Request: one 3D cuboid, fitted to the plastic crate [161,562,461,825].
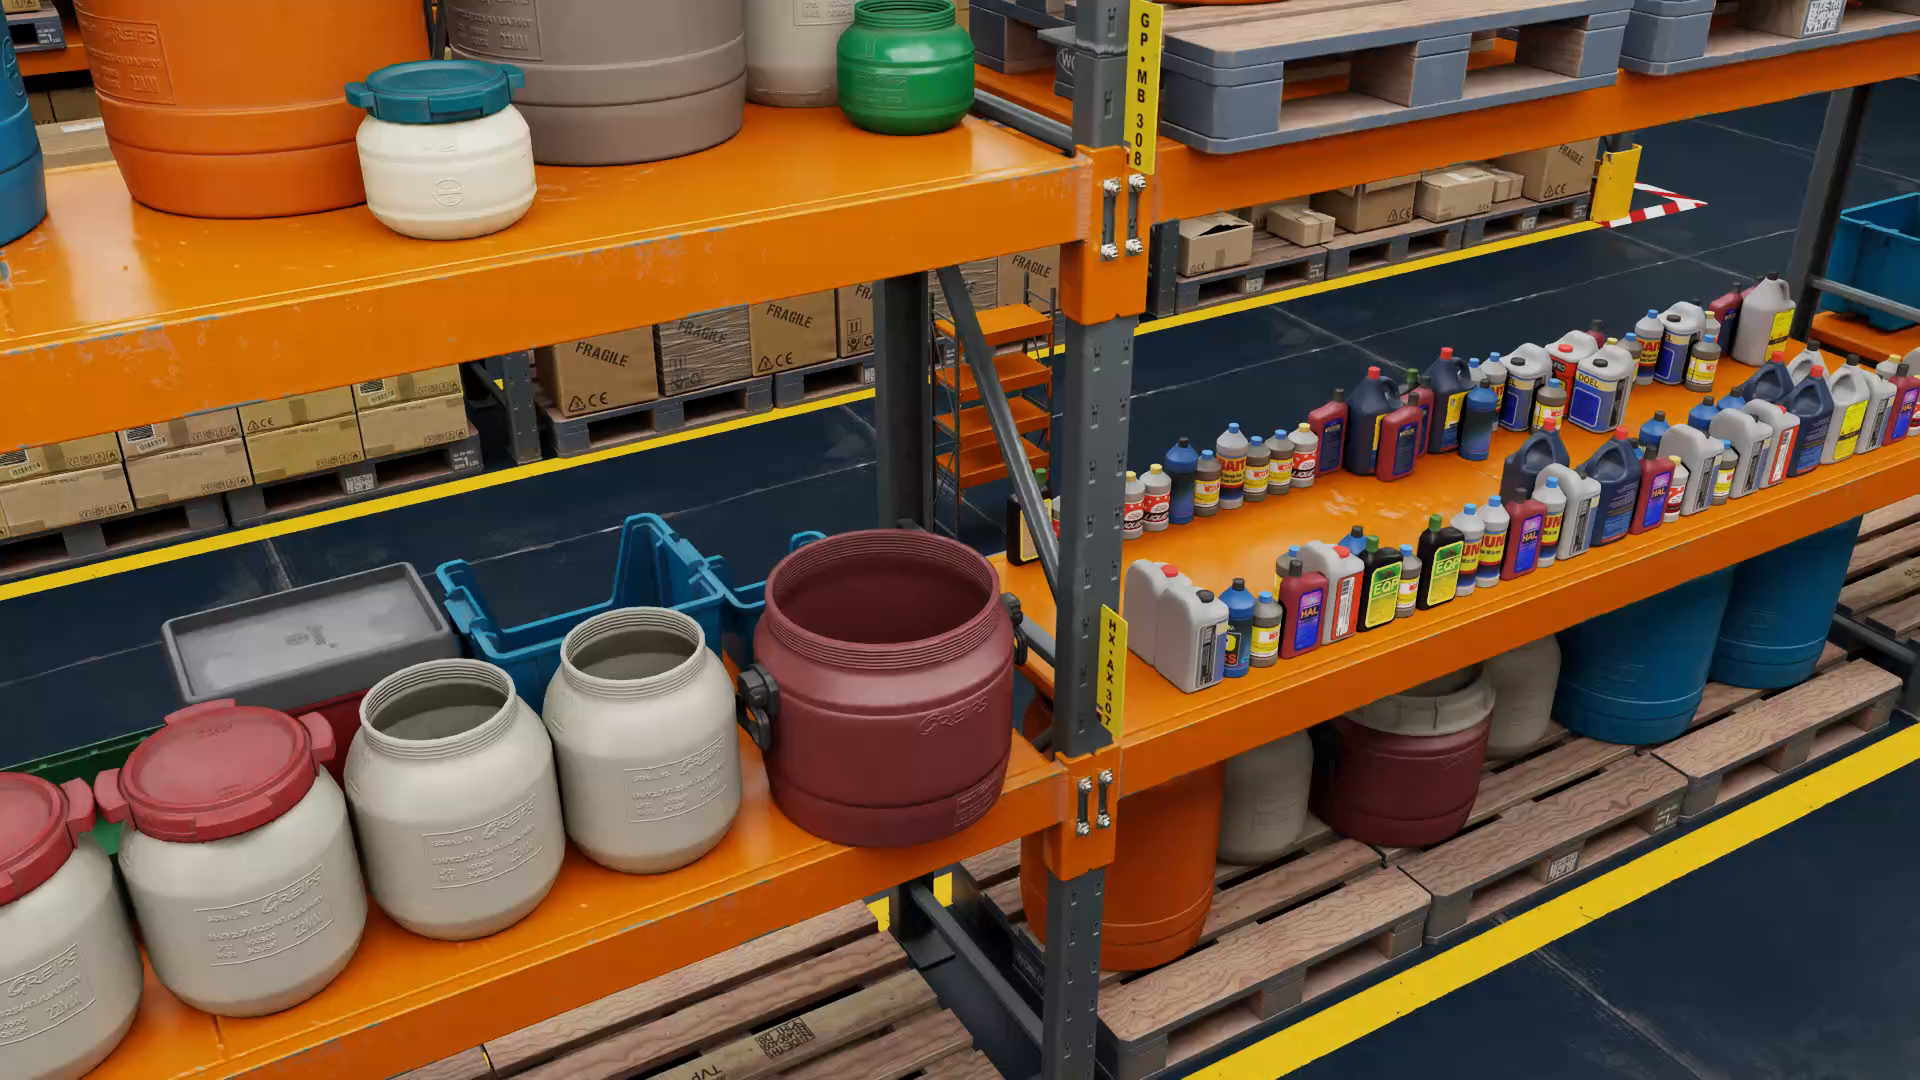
[{"bbox_3d":[-1.477,0.396,3.862,0.583,0.464,0.402,-16,33,-26],"label":"plastic crate"}]

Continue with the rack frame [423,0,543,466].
[{"bbox_3d":[-2.435,-1.909,8.104,0.127,3.000,1.000,-16,33,-26],"label":"rack frame"}]

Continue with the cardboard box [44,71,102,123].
[{"bbox_3d":[-6.065,-3.087,11.594,0.500,0.250,0.500,-15,32,-25],"label":"cardboard box"}]

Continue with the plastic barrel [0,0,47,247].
[{"bbox_3d":[-1.921,-0.933,2.713,0.708,0.901,0.600,-16,33,-26],"label":"plastic barrel"}]

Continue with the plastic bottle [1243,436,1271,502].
[{"bbox_3d":[0.932,-0.230,5.269,0.097,0.201,0.097,0,29,0],"label":"plastic bottle"}]

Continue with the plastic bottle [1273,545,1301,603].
[{"bbox_3d":[0.928,0.111,4.651,0.097,0.201,0.097,0,29,0],"label":"plastic bottle"}]

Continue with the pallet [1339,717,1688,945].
[{"bbox_3d":[1.781,0.869,5.956,1.213,0.211,1.003,-16,33,-26],"label":"pallet"}]

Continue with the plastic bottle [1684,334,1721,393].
[{"bbox_3d":[2.692,-0.645,6.020,0.097,0.201,0.097,0,29,0],"label":"plastic bottle"}]

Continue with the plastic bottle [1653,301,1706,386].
[{"bbox_3d":[2.613,-0.725,6.088,0.135,0.276,0.152,-16,33,-26],"label":"plastic bottle"}]

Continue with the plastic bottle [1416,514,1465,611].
[{"bbox_3d":[1.345,0.052,4.672,0.133,0.283,0.061,-16,33,-26],"label":"plastic bottle"}]

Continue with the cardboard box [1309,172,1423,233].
[{"bbox_3d":[2.631,-2.450,11.213,0.637,0.503,0.797,-16,33,-26],"label":"cardboard box"}]

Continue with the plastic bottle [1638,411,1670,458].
[{"bbox_3d":[2.199,-0.281,5.288,0.097,0.271,0.097,0,29,0],"label":"plastic bottle"}]

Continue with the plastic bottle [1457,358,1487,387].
[{"bbox_3d":[1.732,-0.488,5.664,0.097,0.271,0.097,0,29,0],"label":"plastic bottle"}]

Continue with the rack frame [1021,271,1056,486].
[{"bbox_3d":[0.353,-0.626,7.642,0.015,1.200,0.240,-16,33,-26],"label":"rack frame"}]

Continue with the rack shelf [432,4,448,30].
[{"bbox_3d":[-3.223,-4.146,12.903,4.000,0.370,1.077,-16,33,-26],"label":"rack shelf"}]

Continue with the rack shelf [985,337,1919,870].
[{"bbox_3d":[1.796,-0.019,5.424,4.000,0.370,1.077,-16,33,-26],"label":"rack shelf"}]

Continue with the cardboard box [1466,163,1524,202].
[{"bbox_3d":[3.724,-2.522,11.692,0.250,0.166,0.380,-16,33,-26],"label":"cardboard box"}]

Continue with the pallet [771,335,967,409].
[{"bbox_3d":[-0.721,-1.152,9.618,1.213,0.211,1.003,-16,33,-26],"label":"pallet"}]

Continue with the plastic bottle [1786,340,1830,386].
[{"bbox_3d":[2.821,-0.501,5.604,0.185,0.351,0.144,-16,33,-26],"label":"plastic bottle"}]

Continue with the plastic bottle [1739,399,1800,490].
[{"bbox_3d":[2.595,-0.325,5.363,0.135,0.276,0.152,-16,33,-26],"label":"plastic bottle"}]

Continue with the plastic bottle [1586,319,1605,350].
[{"bbox_3d":[2.222,-0.643,5.931,0.133,0.283,0.061,-16,33,-26],"label":"plastic bottle"}]

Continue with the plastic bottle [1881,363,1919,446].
[{"bbox_3d":[3.168,-0.466,5.610,0.133,0.283,0.061,-16,33,-26],"label":"plastic bottle"}]

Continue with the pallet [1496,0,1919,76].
[{"bbox_3d":[1.918,-1.543,4.532,1.213,0.211,1.003,-16,33,-26],"label":"pallet"}]

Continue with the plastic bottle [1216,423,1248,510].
[{"bbox_3d":[0.848,-0.237,5.209,0.097,0.271,0.097,0,29,0],"label":"plastic bottle"}]

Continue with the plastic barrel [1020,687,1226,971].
[{"bbox_3d":[0.485,0.795,5.016,0.708,0.830,0.600,-16,33,-26],"label":"plastic barrel"}]

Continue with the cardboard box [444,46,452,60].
[{"bbox_3d":[-4.247,-3.339,12.487,0.750,0.750,0.750,-16,33,-27],"label":"cardboard box"}]

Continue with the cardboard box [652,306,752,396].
[{"bbox_3d":[-1.449,-1.130,8.825,0.500,0.500,0.500,-17,33,-28],"label":"cardboard box"}]

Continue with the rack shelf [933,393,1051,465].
[{"bbox_3d":[0.143,-0.507,7.566,0.480,0.148,0.258,-16,33,-26],"label":"rack shelf"}]

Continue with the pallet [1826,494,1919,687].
[{"bbox_3d":[4.135,0.201,7.167,1.213,0.211,1.003,-16,33,-26],"label":"pallet"}]

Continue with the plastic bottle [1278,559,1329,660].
[{"bbox_3d":[0.915,0.174,4.451,0.133,0.283,0.061,-16,33,-26],"label":"plastic bottle"}]

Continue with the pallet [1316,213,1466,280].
[{"bbox_3d":[2.660,-2.135,11.401,1.213,0.211,1.003,-16,33,-26],"label":"pallet"}]

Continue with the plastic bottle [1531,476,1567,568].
[{"bbox_3d":[1.718,-0.059,4.886,0.097,0.271,0.097,0,29,0],"label":"plastic bottle"}]

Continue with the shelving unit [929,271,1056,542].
[{"bbox_3d":[0.143,-0.566,7.534,0.503,1.200,0.258,-16,33,-26],"label":"shelving unit"}]

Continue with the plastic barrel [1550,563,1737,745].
[{"bbox_3d":[2.432,0.211,6.001,0.708,0.901,0.600,-16,33,-26],"label":"plastic barrel"}]

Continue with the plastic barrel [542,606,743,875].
[{"bbox_3d":[-0.707,0.447,3.719,0.421,0.512,0.421,0,29,0],"label":"plastic barrel"}]

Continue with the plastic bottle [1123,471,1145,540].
[{"bbox_3d":[0.512,-0.111,5.053,0.097,0.201,0.097,0,29,0],"label":"plastic bottle"}]

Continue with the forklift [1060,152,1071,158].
[{"bbox_3d":[-0.441,-3.741,11.495,3.031,2.935,1.130,-17,33,-27],"label":"forklift"}]

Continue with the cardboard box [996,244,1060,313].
[{"bbox_3d":[0.303,-1.628,9.728,0.500,0.500,0.500,-16,33,-26],"label":"cardboard box"}]

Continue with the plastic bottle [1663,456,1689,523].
[{"bbox_3d":[2.192,-0.163,5.147,0.097,0.201,0.097,0,29,0],"label":"plastic bottle"}]

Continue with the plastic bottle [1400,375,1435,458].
[{"bbox_3d":[1.495,-0.402,5.495,0.133,0.283,0.061,-16,33,-26],"label":"plastic bottle"}]

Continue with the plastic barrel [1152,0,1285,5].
[{"bbox_3d":[0.563,-1.667,3.683,0.708,0.830,0.600,-16,33,-26],"label":"plastic barrel"}]

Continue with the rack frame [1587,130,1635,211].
[{"bbox_3d":[4.463,-3.867,11.653,0.127,3.000,1.000,-16,33,-26],"label":"rack frame"}]

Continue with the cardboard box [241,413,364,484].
[{"bbox_3d":[-3.207,-0.531,8.018,0.500,0.250,0.500,-16,33,-27],"label":"cardboard box"}]

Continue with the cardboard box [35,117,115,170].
[{"bbox_3d":[-3.873,-1.535,7.323,0.500,0.500,0.500,-18,34,-29],"label":"cardboard box"}]

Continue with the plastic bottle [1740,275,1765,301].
[{"bbox_3d":[2.988,-0.860,6.325,0.133,0.283,0.061,-16,33,-26],"label":"plastic bottle"}]

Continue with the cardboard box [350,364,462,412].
[{"bbox_3d":[-2.761,-0.903,8.113,0.500,0.311,0.500,-15,32,-25],"label":"cardboard box"}]
